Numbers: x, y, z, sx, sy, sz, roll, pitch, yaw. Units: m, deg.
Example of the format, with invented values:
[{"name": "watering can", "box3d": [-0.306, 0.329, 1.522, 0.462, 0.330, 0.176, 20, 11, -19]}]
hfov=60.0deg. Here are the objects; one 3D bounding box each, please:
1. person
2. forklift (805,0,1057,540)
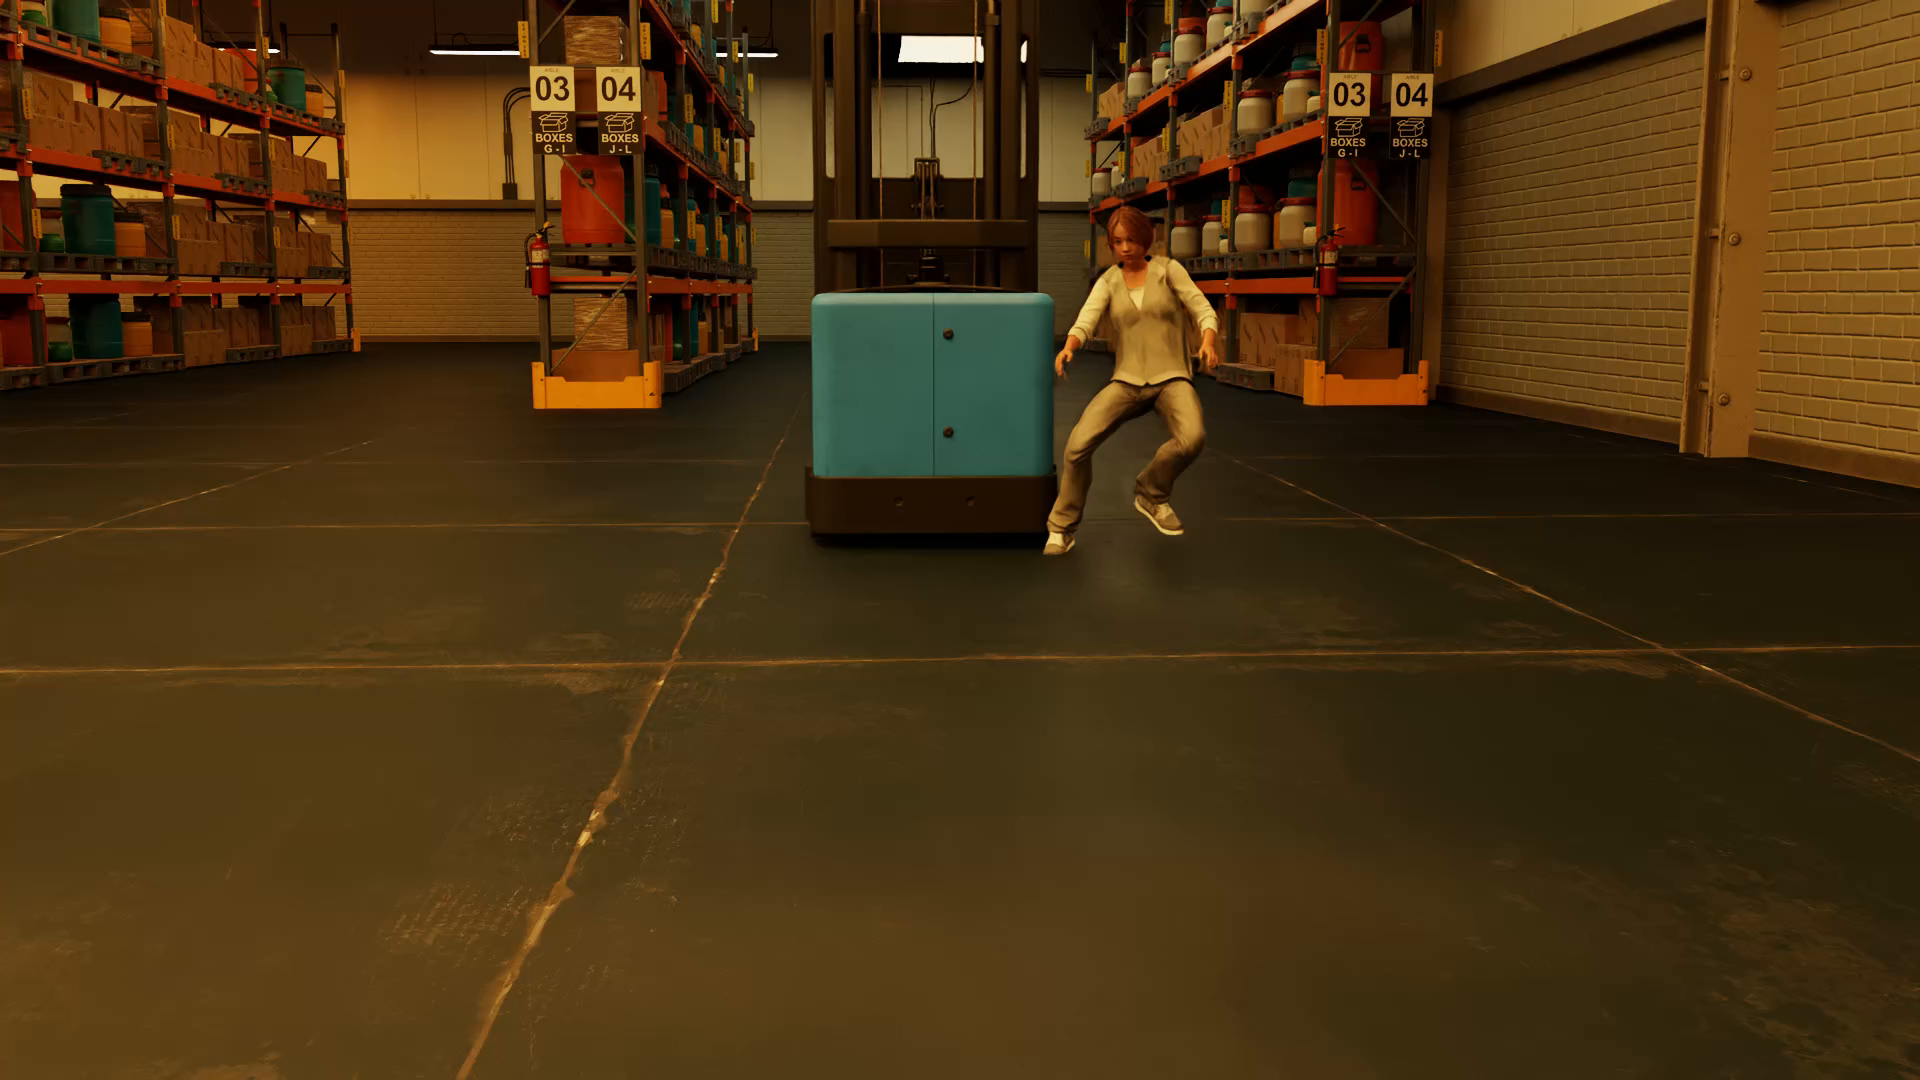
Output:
[{"name": "person", "box3d": [0.699, -0.627, 6.785, 0.719, 1.453, 0.651, 2, 9, 16]}, {"name": "forklift", "box3d": [-0.177, -1.628, 8.294, 1.130, 2.935, 3.031, 0, 8, -3]}]
